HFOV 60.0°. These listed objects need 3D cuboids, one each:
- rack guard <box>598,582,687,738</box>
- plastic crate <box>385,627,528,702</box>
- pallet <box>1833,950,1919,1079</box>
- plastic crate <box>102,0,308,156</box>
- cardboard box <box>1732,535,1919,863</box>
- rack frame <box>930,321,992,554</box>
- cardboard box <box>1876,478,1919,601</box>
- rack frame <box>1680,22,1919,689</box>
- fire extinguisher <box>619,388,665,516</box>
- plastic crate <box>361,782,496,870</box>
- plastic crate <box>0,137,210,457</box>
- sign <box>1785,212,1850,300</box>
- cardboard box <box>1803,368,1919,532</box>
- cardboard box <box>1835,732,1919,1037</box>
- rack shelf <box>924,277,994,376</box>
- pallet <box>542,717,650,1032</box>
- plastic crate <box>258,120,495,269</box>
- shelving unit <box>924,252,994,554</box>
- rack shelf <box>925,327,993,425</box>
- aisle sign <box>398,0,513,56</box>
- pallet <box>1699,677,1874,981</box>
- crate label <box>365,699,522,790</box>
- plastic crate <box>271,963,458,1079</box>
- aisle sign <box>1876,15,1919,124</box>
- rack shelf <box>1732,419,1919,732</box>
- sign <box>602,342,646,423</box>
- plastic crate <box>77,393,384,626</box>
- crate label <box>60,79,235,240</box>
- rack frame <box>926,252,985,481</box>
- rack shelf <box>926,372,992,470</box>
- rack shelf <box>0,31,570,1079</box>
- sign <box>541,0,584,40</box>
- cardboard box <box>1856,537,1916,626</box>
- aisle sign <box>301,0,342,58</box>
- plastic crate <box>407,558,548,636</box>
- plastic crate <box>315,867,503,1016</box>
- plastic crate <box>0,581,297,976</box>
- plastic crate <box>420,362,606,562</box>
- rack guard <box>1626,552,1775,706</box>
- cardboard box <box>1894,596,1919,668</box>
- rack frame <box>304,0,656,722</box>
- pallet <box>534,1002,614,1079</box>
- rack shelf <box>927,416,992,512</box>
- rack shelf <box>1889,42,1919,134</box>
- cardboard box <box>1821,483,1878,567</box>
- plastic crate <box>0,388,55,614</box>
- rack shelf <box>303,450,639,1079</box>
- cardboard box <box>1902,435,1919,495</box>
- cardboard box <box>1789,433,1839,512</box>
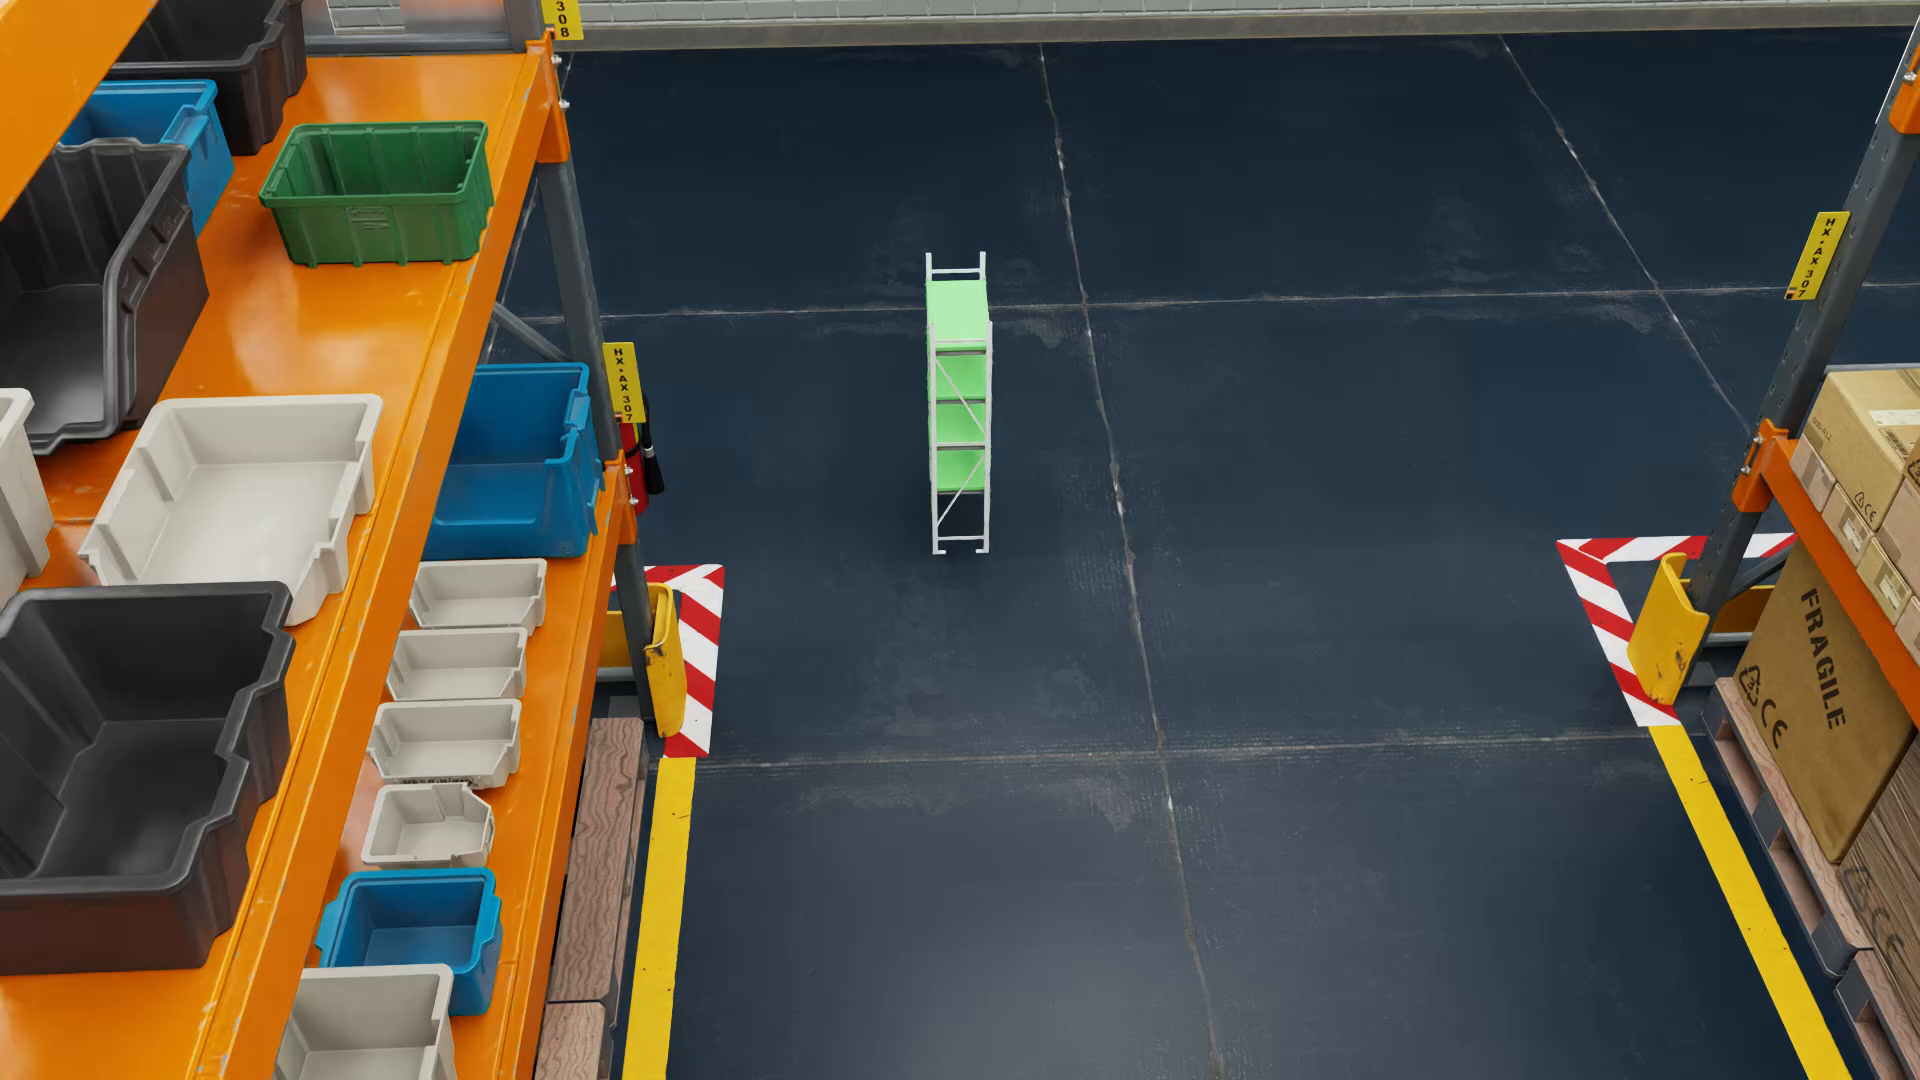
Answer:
[{"bbox_3d":[-1.667,0.478,6.359,1.175,0.500,0.348,-2,43,-2],"label":"rack guard"},{"bbox_3d":[-1.440,0.388,4.757,0.396,0.136,0.243,-2,43,-2],"label":"plastic crate"},{"bbox_3d":[3.456,1.817,5.112,1.003,0.211,1.213,-2,43,-2],"label":"pallet"},{"bbox_3d":[-1.915,-1.218,4.235,0.497,0.269,0.590,-2,43,-2],"label":"plastic crate"},{"bbox_3d":[3.403,0.488,5.759,0.875,0.875,0.875,-2,43,-2],"label":"cardboard box"},{"bbox_3d":[0.003,-0.389,6.787,0.240,1.200,0.015,-2,43,-2],"label":"rack frame"},{"bbox_3d":[3.075,0.058,4.858,0.500,0.250,0.500,-2,43,-2],"label":"cardboard box"},{"bbox_3d":[3.296,-0.570,5.652,1.000,3.000,0.127,-2,43,-2],"label":"rack frame"},{"bbox_3d":[-1.205,-0.377,5.775,0.296,0.674,0.183,-2,43,-2],"label":"fire extinguisher"},{"bbox_3d":[-1.372,0.775,4.335,0.298,0.136,0.250,-2,43,-2],"label":"plastic crate"},{"bbox_3d":[-1.863,-0.472,3.371,0.504,0.338,0.767,-2,43,-2],"label":"plastic crate"},{"bbox_3d":[2.741,-0.907,5.320,0.100,0.325,0.005,-2,43,-2],"label":"sign"},{"bbox_3d":[3.046,-0.293,5.240,0.500,0.250,0.500,-3,43,-3],"label":"cardboard box"},{"bbox_3d":[3.441,1.102,5.089,0.875,0.875,0.875,-2,43,-2],"label":"cardboard box"},{"bbox_3d":[-0.007,-0.861,6.685,0.258,0.148,0.480,-2,43,-2],"label":"rack shelf"},{"bbox_3d":[-1.657,1.158,5.831,1.003,0.211,1.213,-2,43,-2],"label":"pallet"},{"bbox_3d":[-1.326,-0.798,3.838,0.450,0.188,0.336,-2,43,-2],"label":"plastic crate"},{"bbox_3d":[-0.007,-0.554,6.966,0.258,1.200,0.503,-2,43,-2],"label":"shelving unit"},{"bbox_3d":[-0.007,-0.684,6.847,0.258,0.148,0.480,-2,43,-2],"label":"rack shelf"},{"bbox_3d":[-1.363,-1.443,4.681,0.394,0.787,0.004,-2,43,-2],"label":"aisle sign"},{"bbox_3d":[3.408,0.995,6.008,1.003,0.211,1.213,-2,43,-2],"label":"pallet"},{"bbox_3d":[-1.403,0.576,4.553,0.396,0.136,0.243,-2,43,-2],"label":"crate label"},{"bbox_3d":[-1.364,1.258,3.701,0.437,0.282,0.530,-2,43,-2],"label":"plastic crate"},{"bbox_3d":[2.993,-1.568,4.817,0.394,0.787,0.004,-2,43,-2],"label":"aisle sign"},{"bbox_3d":[3.380,1.045,4.422,1.077,0.370,4.000,-2,43,-2],"label":"rack shelf"},{"bbox_3d":[-1.104,-0.515,5.471,0.100,0.325,0.005,-2,43,-2],"label":"sign"},{"bbox_3d":[-1.317,-0.049,3.058,0.437,0.136,0.530,-2,43,-2],"label":"plastic crate"},{"bbox_3d":[-1.937,-0.847,3.844,0.408,0.251,0.502,-2,43,-2],"label":"crate label"},{"bbox_3d":[-0.017,-0.719,7.146,0.240,1.200,0.015,-2,43,-2],"label":"rack frame"},{"bbox_3d":[-0.007,-0.507,7.010,0.258,0.148,0.480,-2,43,-2],"label":"rack shelf"},{"bbox_3d":[-1.568,0.082,3.254,1.077,0.370,4.000,-2,43,-2],"label":"rack shelf"},{"bbox_3d":[-1.104,-1.522,4.548,0.100,0.325,0.005,-2,43,-2],"label":"sign"},{"bbox_3d":[3.004,0.118,5.088,0.380,0.149,0.250,-3,43,-3],"label":"cardboard box"},{"bbox_3d":[-1.953,-1.426,4.662,0.394,0.787,0.004,-2,43,-2],"label":"aisle sign"},{"bbox_3d":[-1.437,0.192,4.971,0.396,0.136,0.243,-2,43,-2],"label":"plastic crate"},{"bbox_3d":[-1.310,0.991,4.029,0.416,0.233,0.300,-2,43,-2],"label":"plastic crate"},{"bbox_3d":[-1.262,0.368,2.505,0.497,0.269,0.590,-2,43,-2],"label":"plastic crate"},{"bbox_3d":[-1.452,-0.242,5.224,0.616,0.435,0.499,-2,43,-2],"label":"plastic crate"},{"bbox_3d":[3.294,0.335,6.514,1.175,0.500,0.348,-2,43,-2],"label":"rack guard"},{"bbox_3d":[3.017,0.294,4.896,0.380,0.149,0.250,-2,43,-2],"label":"cardboard box"},{"bbox_3d":[-1.653,-0.428,5.497,1.000,3.000,0.127,-2,43,-2],"label":"rack frame"},{"bbox_3d":[-1.608,1.979,4.934,1.003,0.211,1.213,-2,43,-2],"label":"pallet"},{"bbox_3d":[-0.007,-0.330,7.172,0.258,0.148,0.480,-2,43,-2],"label":"rack shelf"},{"bbox_3d":[3.380,-0.061,3.409,1.077,0.370,4.000,-2,43,-2],"label":"rack shelf"},{"bbox_3d":[2.993,-0.055,5.276,0.380,0.149,0.250,-2,43,-2],"label":"cardboard box"},{"bbox_3d":[-1.867,0.015,2.882,0.437,0.282,0.530,-2,43,-2],"label":"plastic crate"},{"bbox_3d":[-1.568,1.187,4.267,1.077,0.370,4.000,-2,43,-2],"label":"rack shelf"},{"bbox_3d":[3.067,-0.232,4.619,0.500,0.500,0.500,-3,43,-3],"label":"cardboard box"},{"bbox_3d":[2.981,-0.228,5.465,0.380,0.149,0.250,-1,43,-1],"label":"cardboard box"}]
